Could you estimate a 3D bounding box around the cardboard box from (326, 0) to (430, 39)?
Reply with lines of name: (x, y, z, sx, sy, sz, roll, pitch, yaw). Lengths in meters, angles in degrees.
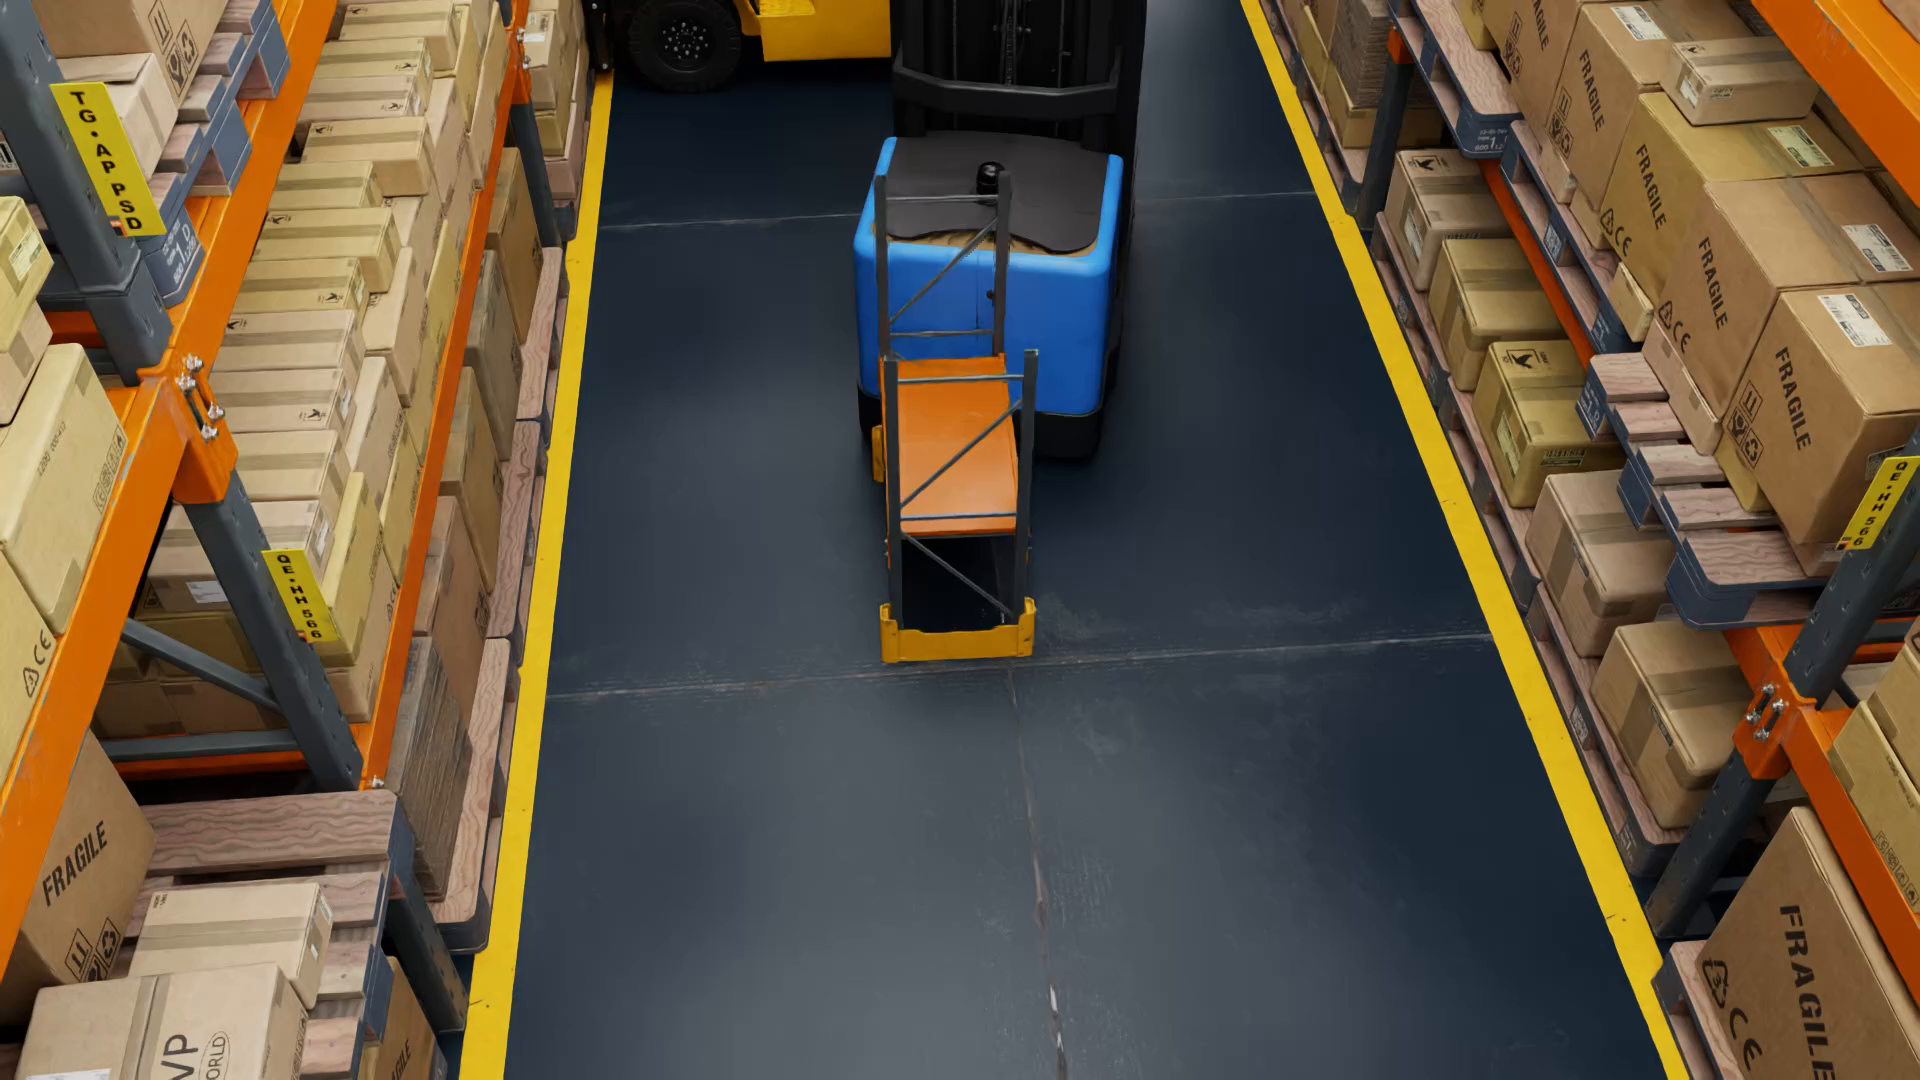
cardboard box: (-2.183, -2.005, 6.204, 0.380, 0.149, 0.250, -4, 47, -3)

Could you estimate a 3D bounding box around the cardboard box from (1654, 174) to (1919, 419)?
cardboard box: (2.471, -0.724, 4.944, 0.500, 0.500, 0.500, -4, 47, -4)

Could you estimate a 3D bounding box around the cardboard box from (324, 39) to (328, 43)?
cardboard box: (-2.621, -1.721, 6.209, 0.500, 0.250, 0.500, -4, 47, -4)

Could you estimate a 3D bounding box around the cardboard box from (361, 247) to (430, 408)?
cardboard box: (-1.966, -0.652, 5.197, 0.500, 0.250, 0.500, -5, 47, -4)

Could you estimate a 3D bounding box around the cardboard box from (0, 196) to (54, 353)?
cardboard box: (-1.782, -0.442, 2.797, 0.380, 0.149, 0.250, -2, 47, -2)

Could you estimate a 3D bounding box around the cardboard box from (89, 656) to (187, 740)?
cardboard box: (-2.398, 0.288, 4.651, 0.500, 0.250, 0.500, -4, 47, -4)

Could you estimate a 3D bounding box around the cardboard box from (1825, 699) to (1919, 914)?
cardboard box: (2.631, 0.663, 4.296, 0.500, 0.250, 0.500, -4, 47, -4)

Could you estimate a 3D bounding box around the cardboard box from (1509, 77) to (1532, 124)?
cardboard box: (2.329, -1.721, 6.334, 0.380, 0.149, 0.250, -3, 47, -3)

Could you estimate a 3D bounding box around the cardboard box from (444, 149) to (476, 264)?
cardboard box: (-2.079, -1.223, 6.082, 0.500, 0.250, 0.500, -3, 47, -3)

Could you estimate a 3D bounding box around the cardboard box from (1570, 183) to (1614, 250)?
cardboard box: (2.370, -1.155, 5.798, 0.380, 0.149, 0.250, -5, 47, -5)

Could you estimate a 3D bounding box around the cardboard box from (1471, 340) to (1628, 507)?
cardboard box: (2.676, -0.491, 6.806, 0.950, 0.372, 0.625, -2, 47, -2)

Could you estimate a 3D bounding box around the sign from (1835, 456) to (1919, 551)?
sign: (2.301, -0.089, 4.162, 0.100, 0.325, 0.005, -3, 47, -3)

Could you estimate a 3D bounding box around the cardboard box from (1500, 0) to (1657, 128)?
cardboard box: (2.329, -1.855, 6.015, 0.500, 0.500, 0.500, -4, 47, -4)

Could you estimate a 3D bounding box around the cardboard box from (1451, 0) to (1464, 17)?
cardboard box: (2.237, -2.291, 6.874, 0.380, 0.149, 0.250, -3, 47, -3)

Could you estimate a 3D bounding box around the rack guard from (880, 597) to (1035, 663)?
rack guard: (-0.010, 0.347, 6.381, 0.587, 0.250, 0.087, -2, 47, -3)

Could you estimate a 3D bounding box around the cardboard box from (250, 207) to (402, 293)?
cardboard box: (-1.957, -0.893, 5.150, 0.380, 0.149, 0.250, -3, 47, -2)

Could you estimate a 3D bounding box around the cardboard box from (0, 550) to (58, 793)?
cardboard box: (-1.778, 0.287, 2.586, 0.500, 0.250, 0.500, -3, 47, -3)

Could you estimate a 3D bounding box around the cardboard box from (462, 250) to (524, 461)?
cardboard box: (-2.328, -0.737, 6.865, 0.875, 0.625, 0.625, -4, 47, -4)

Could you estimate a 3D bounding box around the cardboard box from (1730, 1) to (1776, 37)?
cardboard box: (2.898, -1.501, 5.679, 0.500, 0.500, 0.500, -5, 47, -5)

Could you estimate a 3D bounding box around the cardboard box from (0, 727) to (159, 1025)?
cardboard box: (-2.218, 0.750, 3.753, 0.500, 0.500, 0.500, -2, 47, -1)

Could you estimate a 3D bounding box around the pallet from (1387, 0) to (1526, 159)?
pallet: (2.425, -2.024, 6.870, 1.003, 0.211, 1.213, -3, 47, -3)

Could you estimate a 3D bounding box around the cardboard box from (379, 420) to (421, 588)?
cardboard box: (-1.936, -0.102, 5.020, 0.500, 0.250, 0.500, -4, 47, -4)

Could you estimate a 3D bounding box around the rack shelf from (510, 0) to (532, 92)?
rack shelf: (-2.608, -3.547, 8.675, 1.077, 0.370, 4.000, -3, 47, -3)

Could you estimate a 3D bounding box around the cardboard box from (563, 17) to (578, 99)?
cardboard box: (-2.217, -2.451, 8.402, 0.500, 0.250, 0.500, -4, 47, -4)

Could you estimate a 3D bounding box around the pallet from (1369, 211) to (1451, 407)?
pallet: (2.572, -1.130, 7.811, 1.003, 0.211, 1.213, -3, 47, -3)

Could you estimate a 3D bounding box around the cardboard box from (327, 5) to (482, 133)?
cardboard box: (-2.094, -1.756, 6.243, 0.500, 0.250, 0.500, -5, 47, -4)

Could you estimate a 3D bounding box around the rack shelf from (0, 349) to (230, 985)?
rack shelf: (-1.938, 1.209, 2.105, 1.077, 0.370, 4.000, -3, 47, -3)

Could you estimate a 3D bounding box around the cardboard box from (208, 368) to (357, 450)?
cardboard box: (-1.909, -0.337, 4.624, 0.380, 0.149, 0.250, -2, 47, -2)

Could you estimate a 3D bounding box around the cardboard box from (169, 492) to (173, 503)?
cardboard box: (-2.465, -0.252, 4.818, 0.500, 0.250, 0.500, -3, 47, -3)

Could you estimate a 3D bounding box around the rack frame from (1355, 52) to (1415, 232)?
rack frame: (2.506, -2.652, 7.332, 1.000, 3.000, 0.127, -3, 47, -3)

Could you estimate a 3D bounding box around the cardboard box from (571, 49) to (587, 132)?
cardboard box: (-2.209, -2.283, 8.587, 0.500, 0.250, 0.500, -4, 47, -4)

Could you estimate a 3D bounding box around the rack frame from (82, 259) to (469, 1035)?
rack frame: (-2.105, 0.547, 4.303, 1.000, 3.000, 0.127, -3, 47, -3)

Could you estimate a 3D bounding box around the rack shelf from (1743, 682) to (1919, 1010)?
rack shelf: (3.008, 1.936, 3.482, 1.077, 0.370, 4.000, -3, 47, -3)

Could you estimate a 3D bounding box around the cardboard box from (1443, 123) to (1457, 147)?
cardboard box: (2.725, -2.294, 8.598, 0.500, 0.250, 0.500, -5, 47, -5)

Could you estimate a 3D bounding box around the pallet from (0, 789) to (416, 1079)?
pallet: (-1.979, 1.099, 3.912, 1.213, 0.211, 1.003, -3, 47, -3)

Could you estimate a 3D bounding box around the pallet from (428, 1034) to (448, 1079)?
pallet: (-2.081, 2.048, 4.802, 1.003, 0.211, 1.213, -3, 47, -3)

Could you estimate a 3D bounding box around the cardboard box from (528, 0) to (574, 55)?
cardboard box: (-2.201, -2.630, 8.227, 0.500, 0.250, 0.500, -3, 47, -3)

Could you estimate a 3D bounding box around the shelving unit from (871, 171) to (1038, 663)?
shelving unit: (-0.038, -0.444, 6.269, 0.587, 1.500, 1.083, -2, 47, -3)

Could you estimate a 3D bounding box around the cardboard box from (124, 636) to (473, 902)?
cardboard box: (-2.144, 0.767, 5.441, 0.875, 0.625, 0.625, -2, 47, -2)

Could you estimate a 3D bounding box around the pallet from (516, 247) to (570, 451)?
pallet: (-2.340, -0.858, 7.554, 1.003, 0.211, 1.213, -3, 47, -3)

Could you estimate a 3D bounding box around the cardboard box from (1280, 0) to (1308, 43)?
cardboard box: (2.096, -3.015, 9.281, 0.500, 0.250, 0.500, -3, 47, -3)

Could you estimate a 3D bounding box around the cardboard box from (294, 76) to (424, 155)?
cardboard box: (-2.054, -1.449, 5.677, 0.380, 0.149, 0.250, -3, 47, -3)

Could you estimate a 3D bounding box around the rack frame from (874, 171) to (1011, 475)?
rack frame: (-0.073, -0.818, 6.624, 0.500, 1.500, 0.032, -2, 47, -3)

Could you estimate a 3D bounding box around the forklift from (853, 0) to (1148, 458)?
forklift: (0.280, -2.440, 7.179, 1.130, 2.935, 3.031, 6, 47, 6)

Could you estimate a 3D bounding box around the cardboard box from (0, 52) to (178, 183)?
cardboard box: (-1.832, -0.854, 3.366, 0.380, 0.166, 0.250, -4, 47, -3)

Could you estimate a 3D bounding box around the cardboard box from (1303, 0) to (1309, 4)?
cardboard box: (2.100, -3.257, 8.994, 0.500, 0.500, 0.500, -1, 47, -1)

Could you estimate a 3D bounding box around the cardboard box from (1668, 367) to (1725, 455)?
cardboard box: (2.418, -0.408, 5.091, 0.380, 0.149, 0.250, -4, 47, -4)

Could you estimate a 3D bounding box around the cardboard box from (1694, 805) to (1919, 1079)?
cardboard box: (2.816, 1.333, 4.732, 0.875, 0.875, 0.875, -4, 47, -4)
